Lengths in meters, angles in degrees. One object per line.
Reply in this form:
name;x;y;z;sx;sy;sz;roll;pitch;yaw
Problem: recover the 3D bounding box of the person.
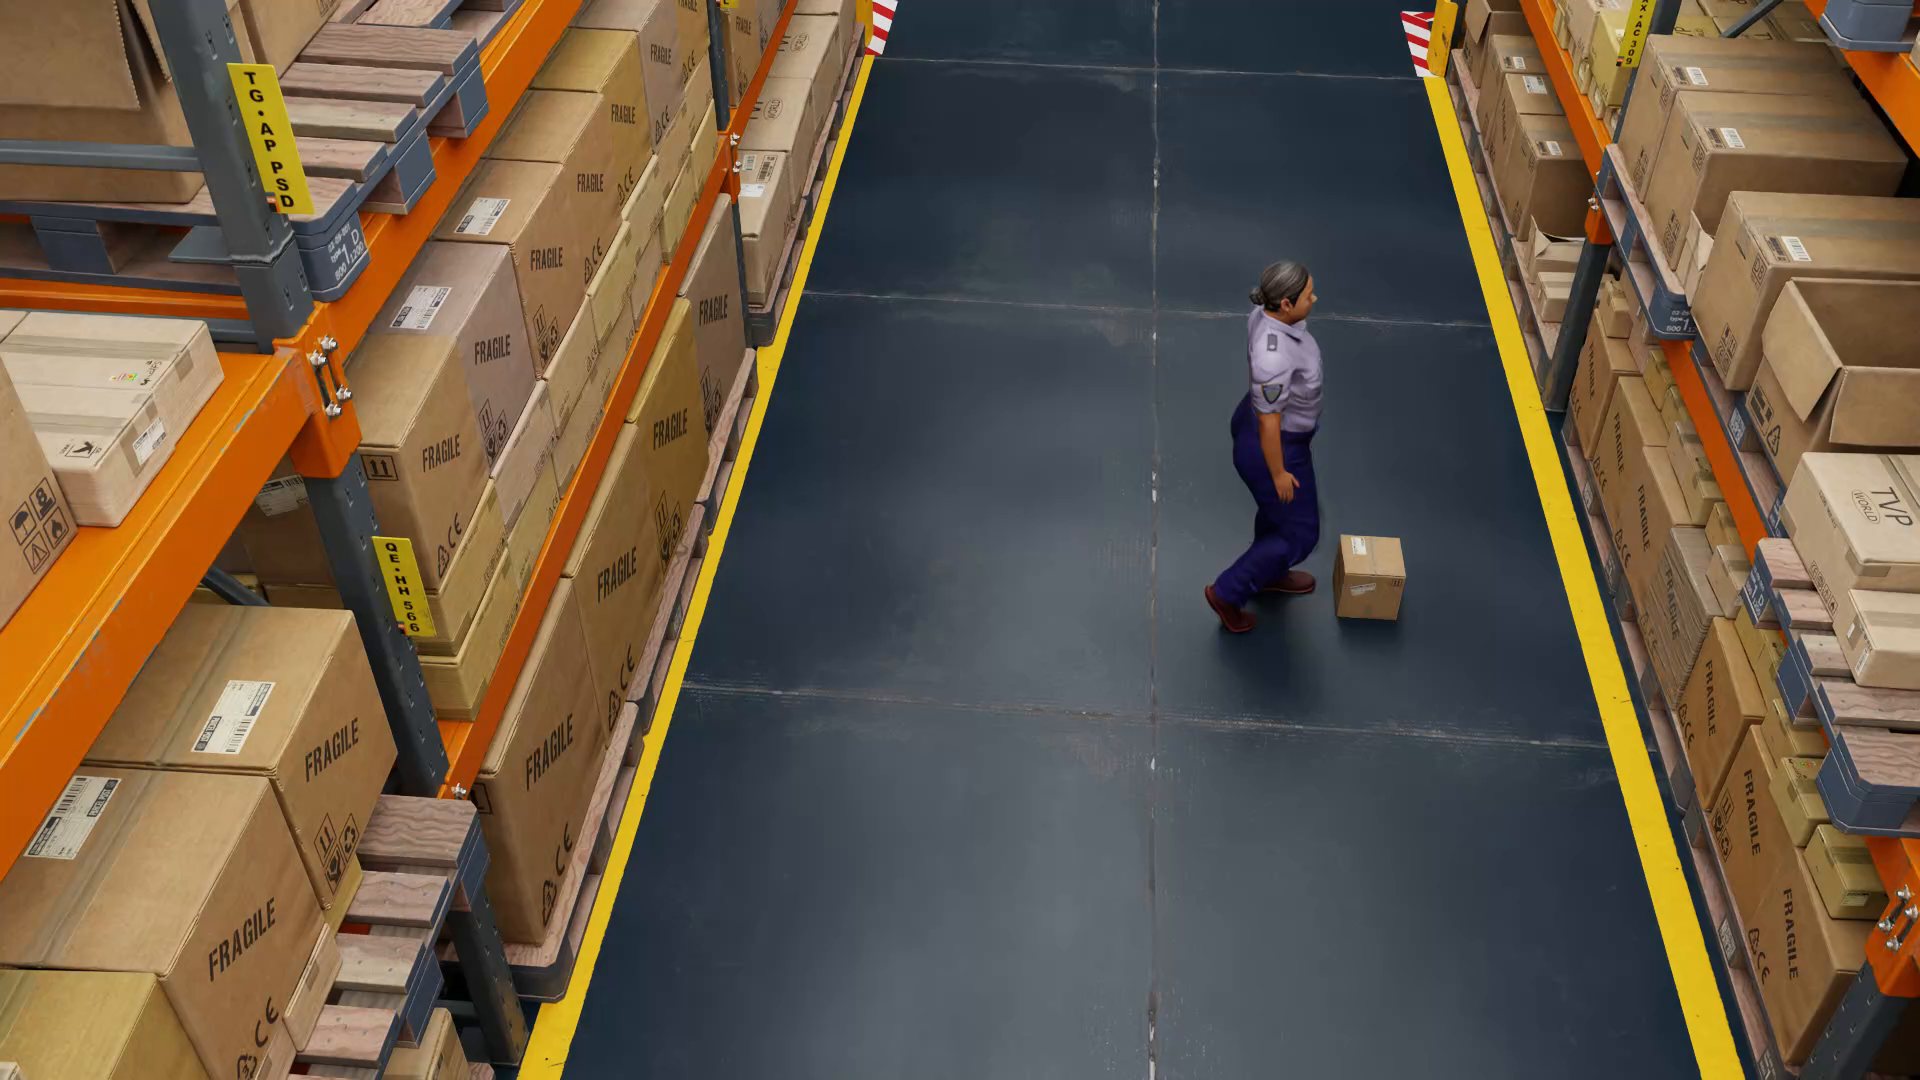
person;1.283;-0.385;6.636;0.498;1.635;0.515;3;40;4
